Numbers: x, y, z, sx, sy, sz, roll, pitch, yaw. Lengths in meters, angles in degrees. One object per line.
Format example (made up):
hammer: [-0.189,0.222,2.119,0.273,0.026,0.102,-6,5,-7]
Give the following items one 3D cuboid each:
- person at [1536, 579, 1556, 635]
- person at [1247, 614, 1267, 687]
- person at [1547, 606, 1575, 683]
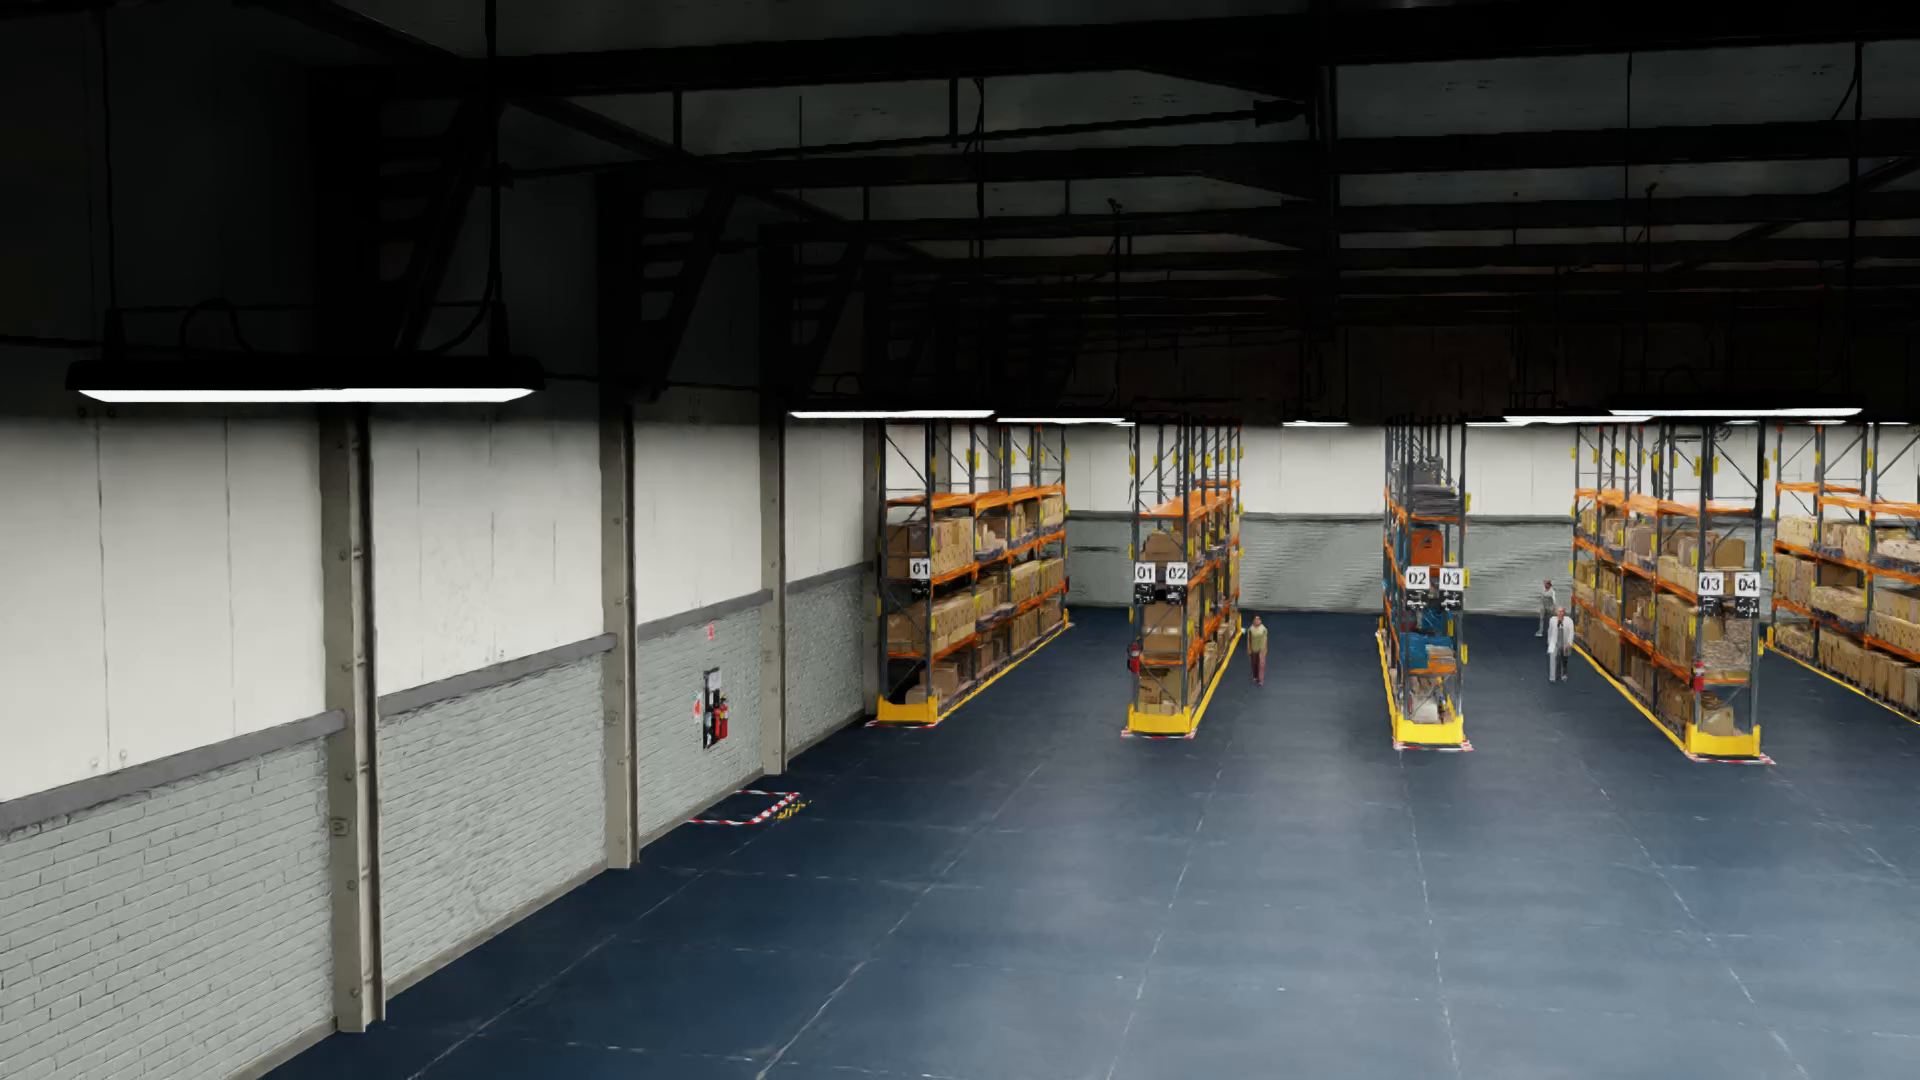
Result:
person: [16.202,1.846,45.793,0.409,1.557,0.839,3,5,39]
person: [6.579,2.417,36.883,0.448,1.590,1.110,1,4,15]
person: [13.459,2.329,37.260,0.563,1.716,1.103,2,4,21]
